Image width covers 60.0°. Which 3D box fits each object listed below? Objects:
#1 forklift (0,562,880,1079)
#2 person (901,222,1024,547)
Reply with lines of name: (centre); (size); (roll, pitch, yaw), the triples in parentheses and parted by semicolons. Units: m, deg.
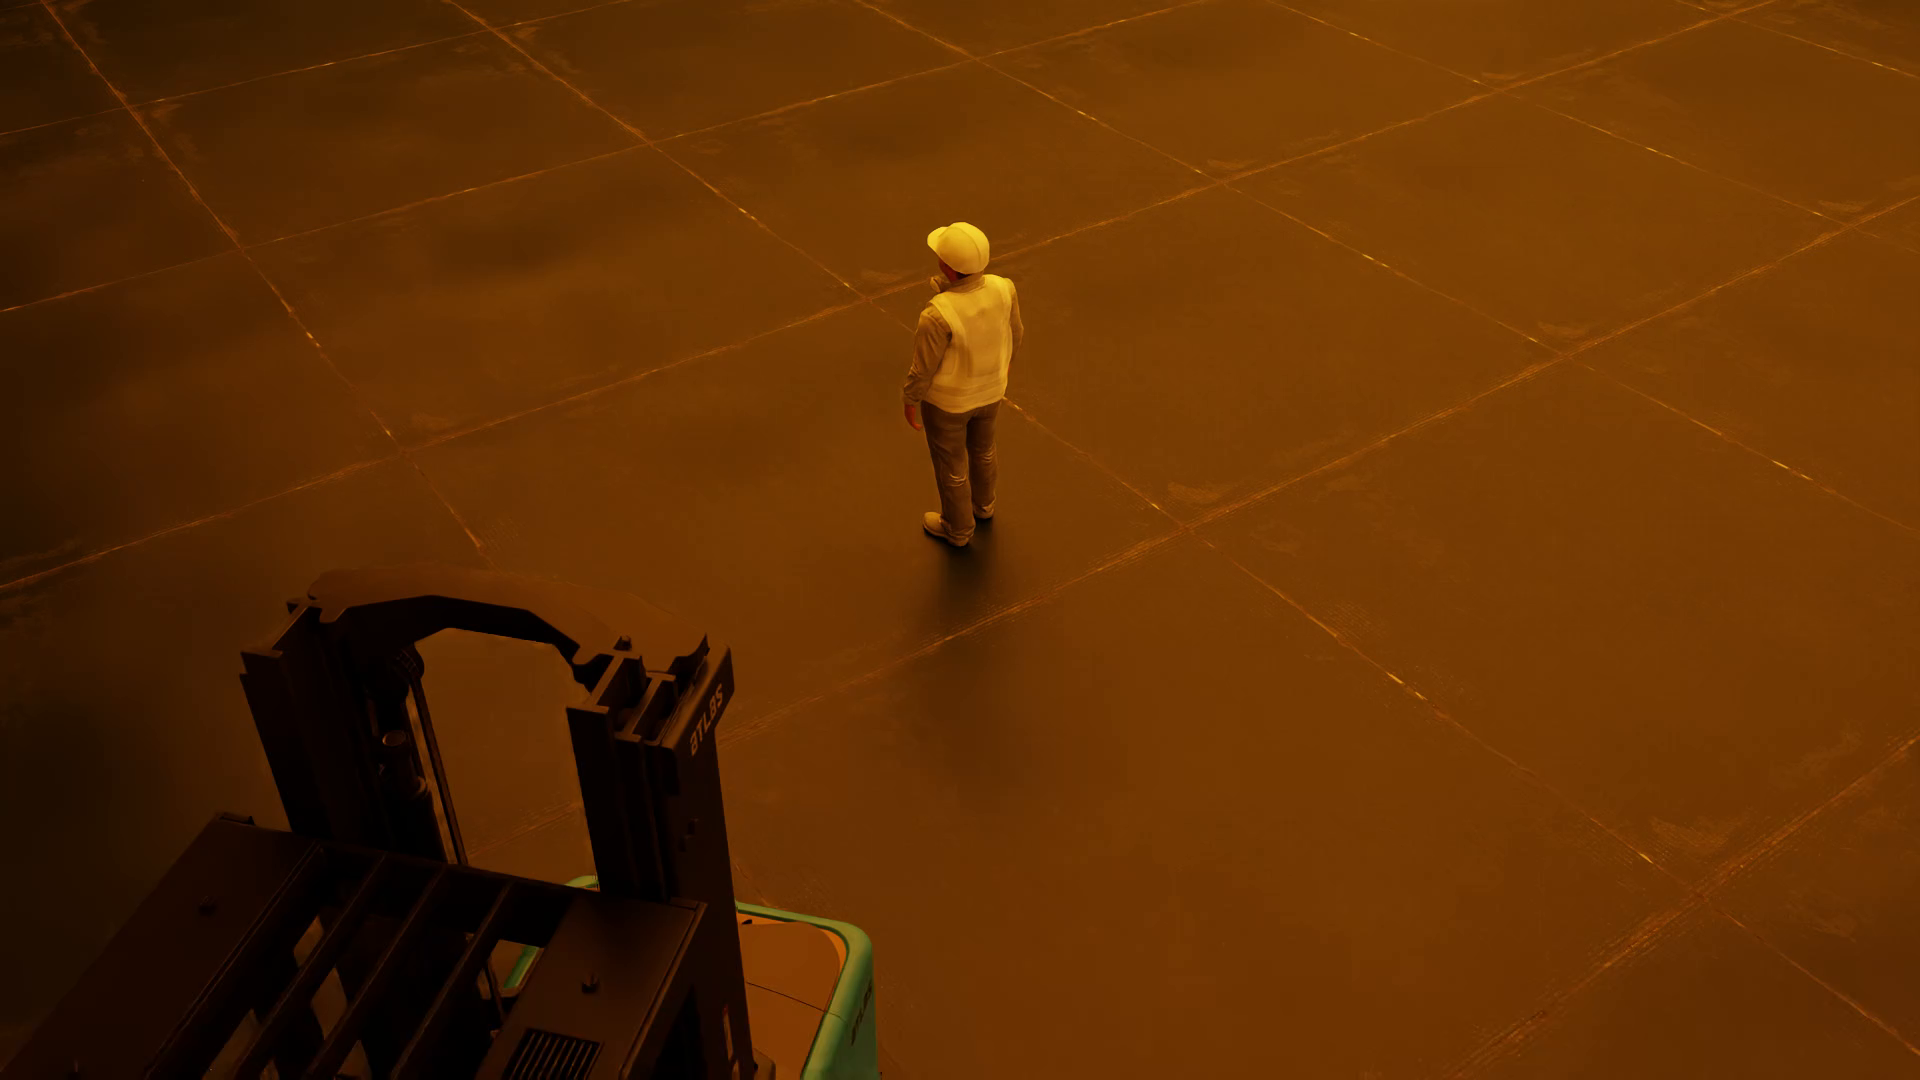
forklift: (-1.092, 1.639, 3.729); (1.130, 2.935, 3.031); (8, 37, 11)
person: (-0.030, -0.752, 7.923); (0.633, 1.775, 0.566); (-23, 42, -28)
